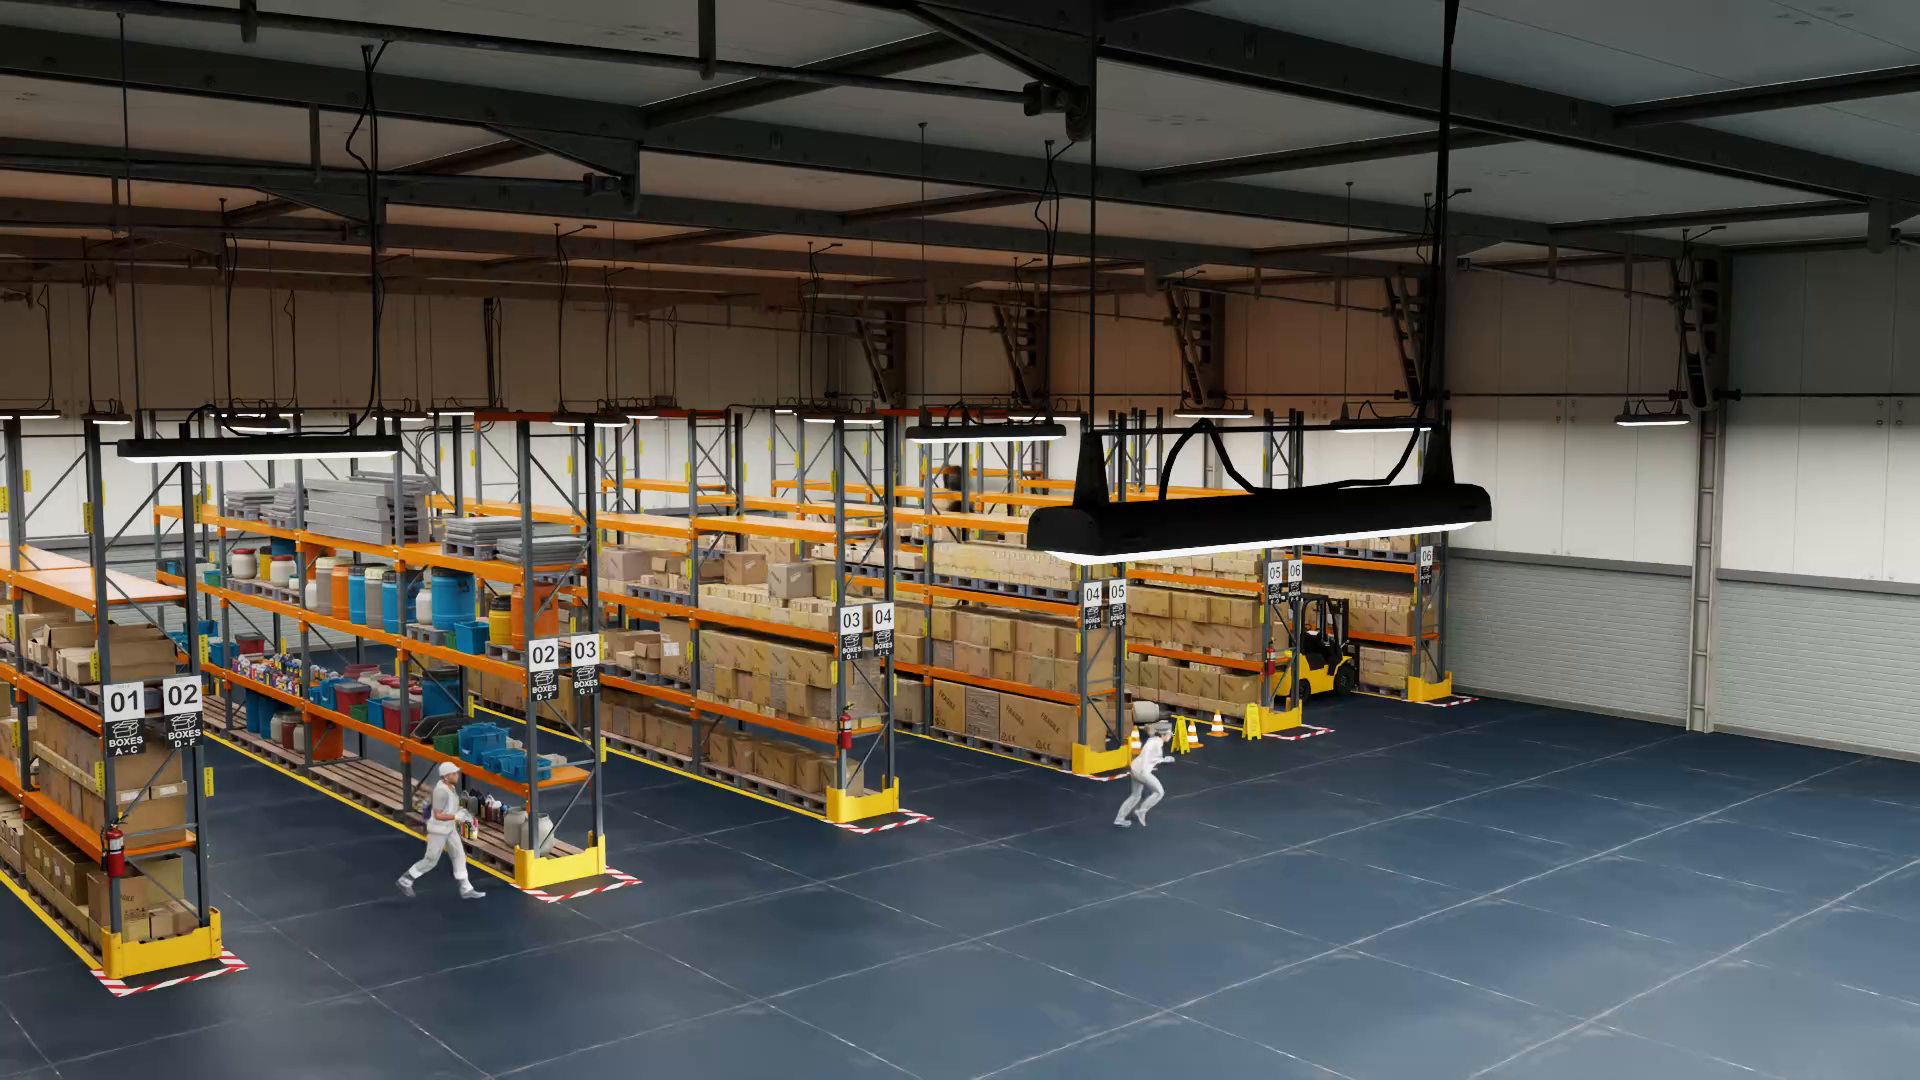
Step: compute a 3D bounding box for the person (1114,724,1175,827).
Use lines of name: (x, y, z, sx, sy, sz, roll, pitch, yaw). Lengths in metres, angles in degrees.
person: (2.711, 3.445, 24.216, 0.881, 1.516, 0.650, 0, 5, -5)

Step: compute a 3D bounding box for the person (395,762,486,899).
person: (-6.453, 3.608, 20.595, 1.088, 1.749, 0.644, 0, 5, 3)
